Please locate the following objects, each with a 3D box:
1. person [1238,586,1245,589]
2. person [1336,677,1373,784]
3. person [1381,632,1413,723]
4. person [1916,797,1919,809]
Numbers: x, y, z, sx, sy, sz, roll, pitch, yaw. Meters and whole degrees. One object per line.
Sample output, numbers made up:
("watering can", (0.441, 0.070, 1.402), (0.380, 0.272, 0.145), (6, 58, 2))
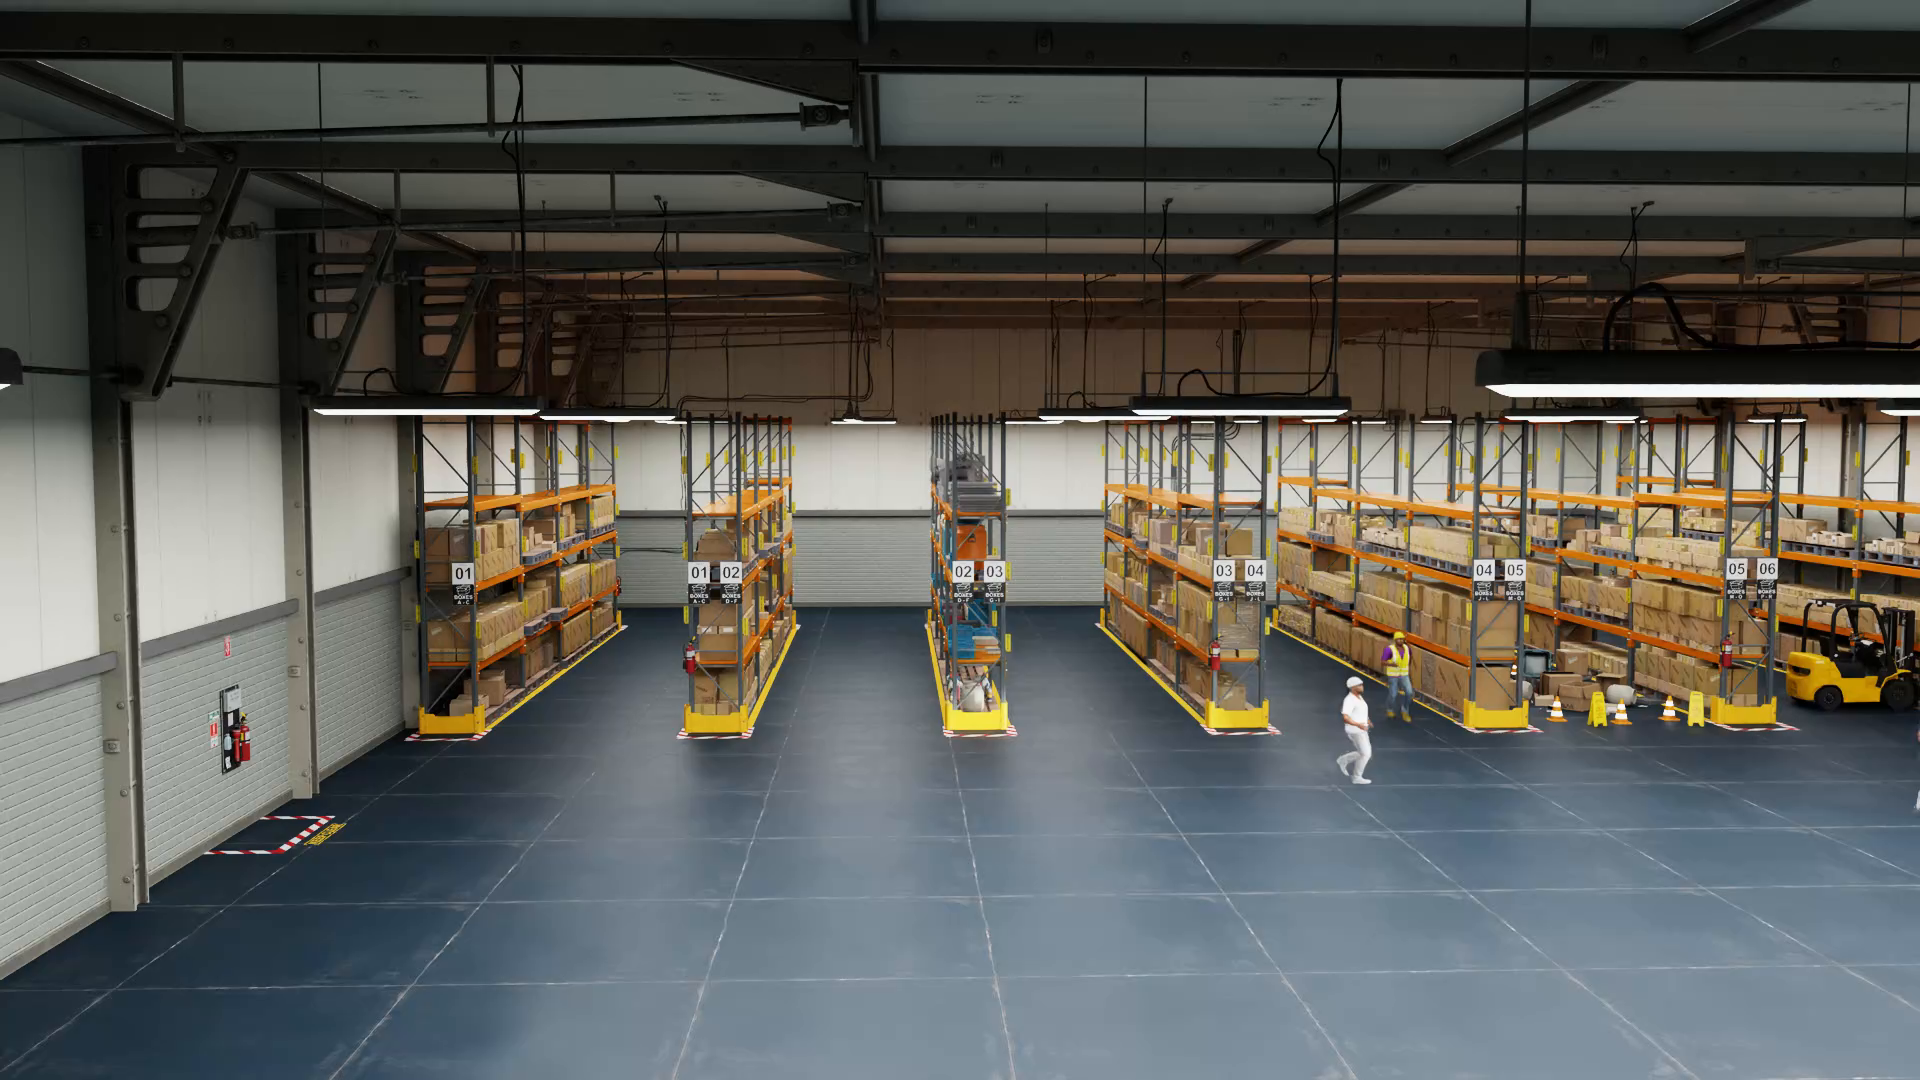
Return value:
("person", (7.843, 1.683, 46.766), (0.707, 1.740, 0.838), (1, 4, 15))
("person", (6.323, 3.047, 26.678), (0.609, 1.717, 0.697), (2, 4, 27))
("person", (8.520, 2.654, 32.360), (0.711, 1.769, 0.794), (0, 4, -6))
("person", (14.378, 3.184, 24.204), (0.768, 1.843, 0.657), (2, 5, 32))
